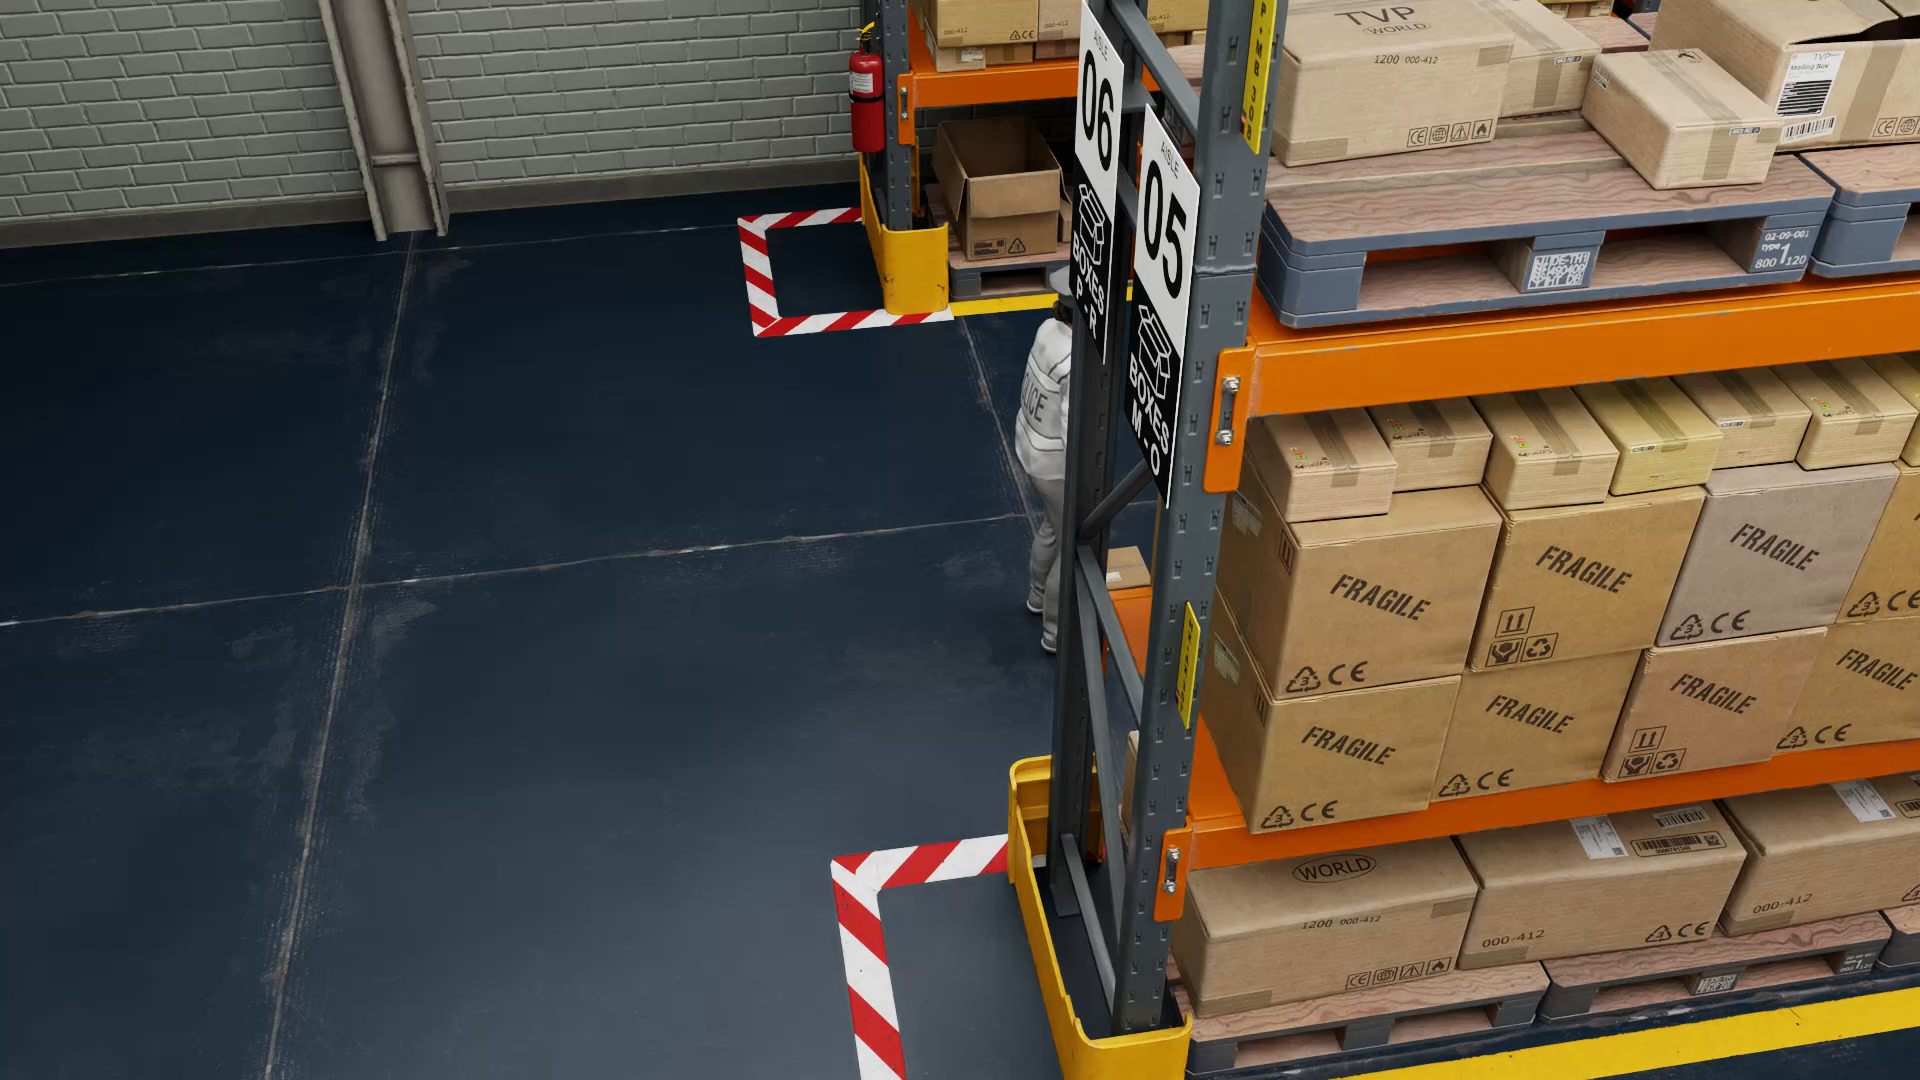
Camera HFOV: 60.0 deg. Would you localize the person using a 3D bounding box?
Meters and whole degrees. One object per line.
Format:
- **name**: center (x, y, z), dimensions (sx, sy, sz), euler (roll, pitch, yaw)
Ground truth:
- **person**: center (0.415, -0.311, 6.536), dimensions (0.374, 1.665, 0.546), euler (-9, 40, -10)
